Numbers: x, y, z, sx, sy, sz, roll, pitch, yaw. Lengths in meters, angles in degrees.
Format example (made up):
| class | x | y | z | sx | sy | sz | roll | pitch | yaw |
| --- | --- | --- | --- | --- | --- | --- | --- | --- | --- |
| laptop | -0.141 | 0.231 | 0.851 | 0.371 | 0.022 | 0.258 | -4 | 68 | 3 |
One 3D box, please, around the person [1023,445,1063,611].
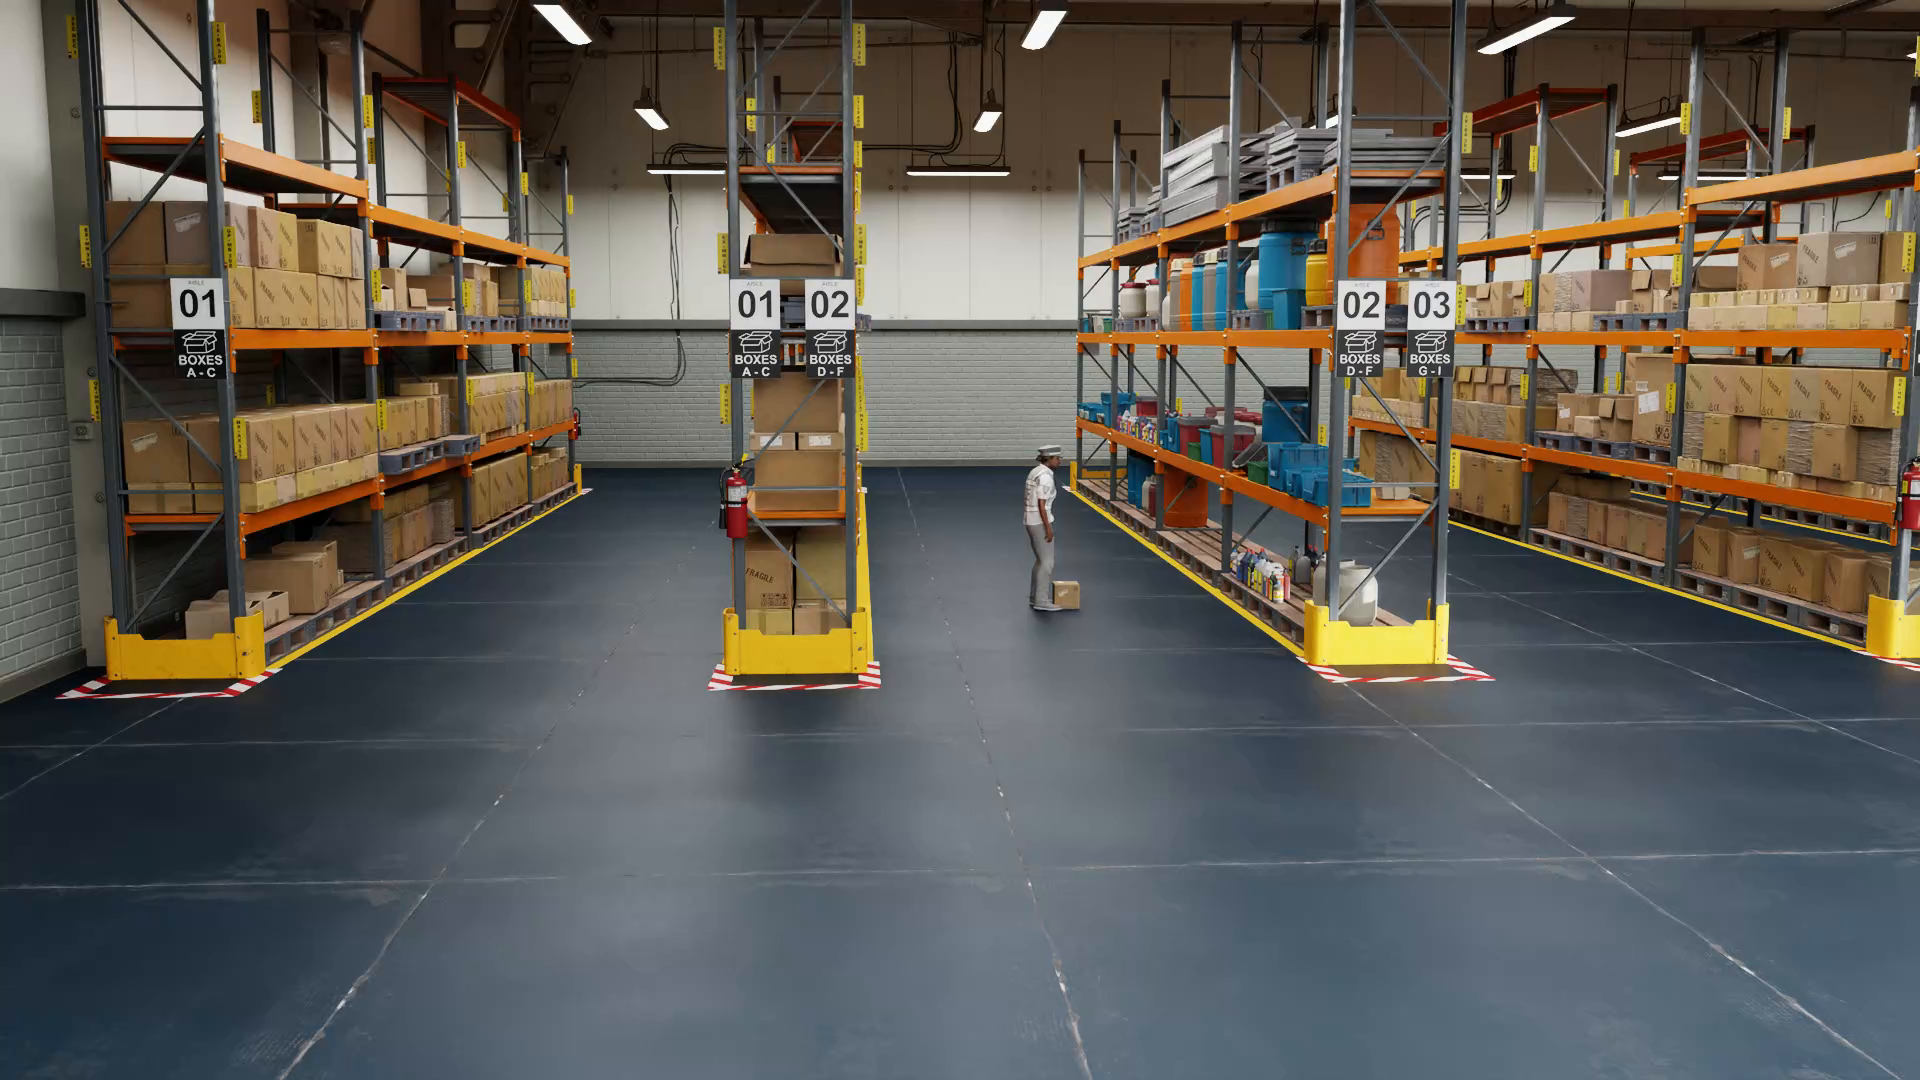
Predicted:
| class | x | y | z | sx | sy | sz | roll | pitch | yaw |
| --- | --- | --- | --- | --- | --- | --- | --- | --- | --- |
| person | 0.845 | -0.134 | 16.848 | 0.393 | 1.659 | 0.505 | 0 | 7 | -3 |
